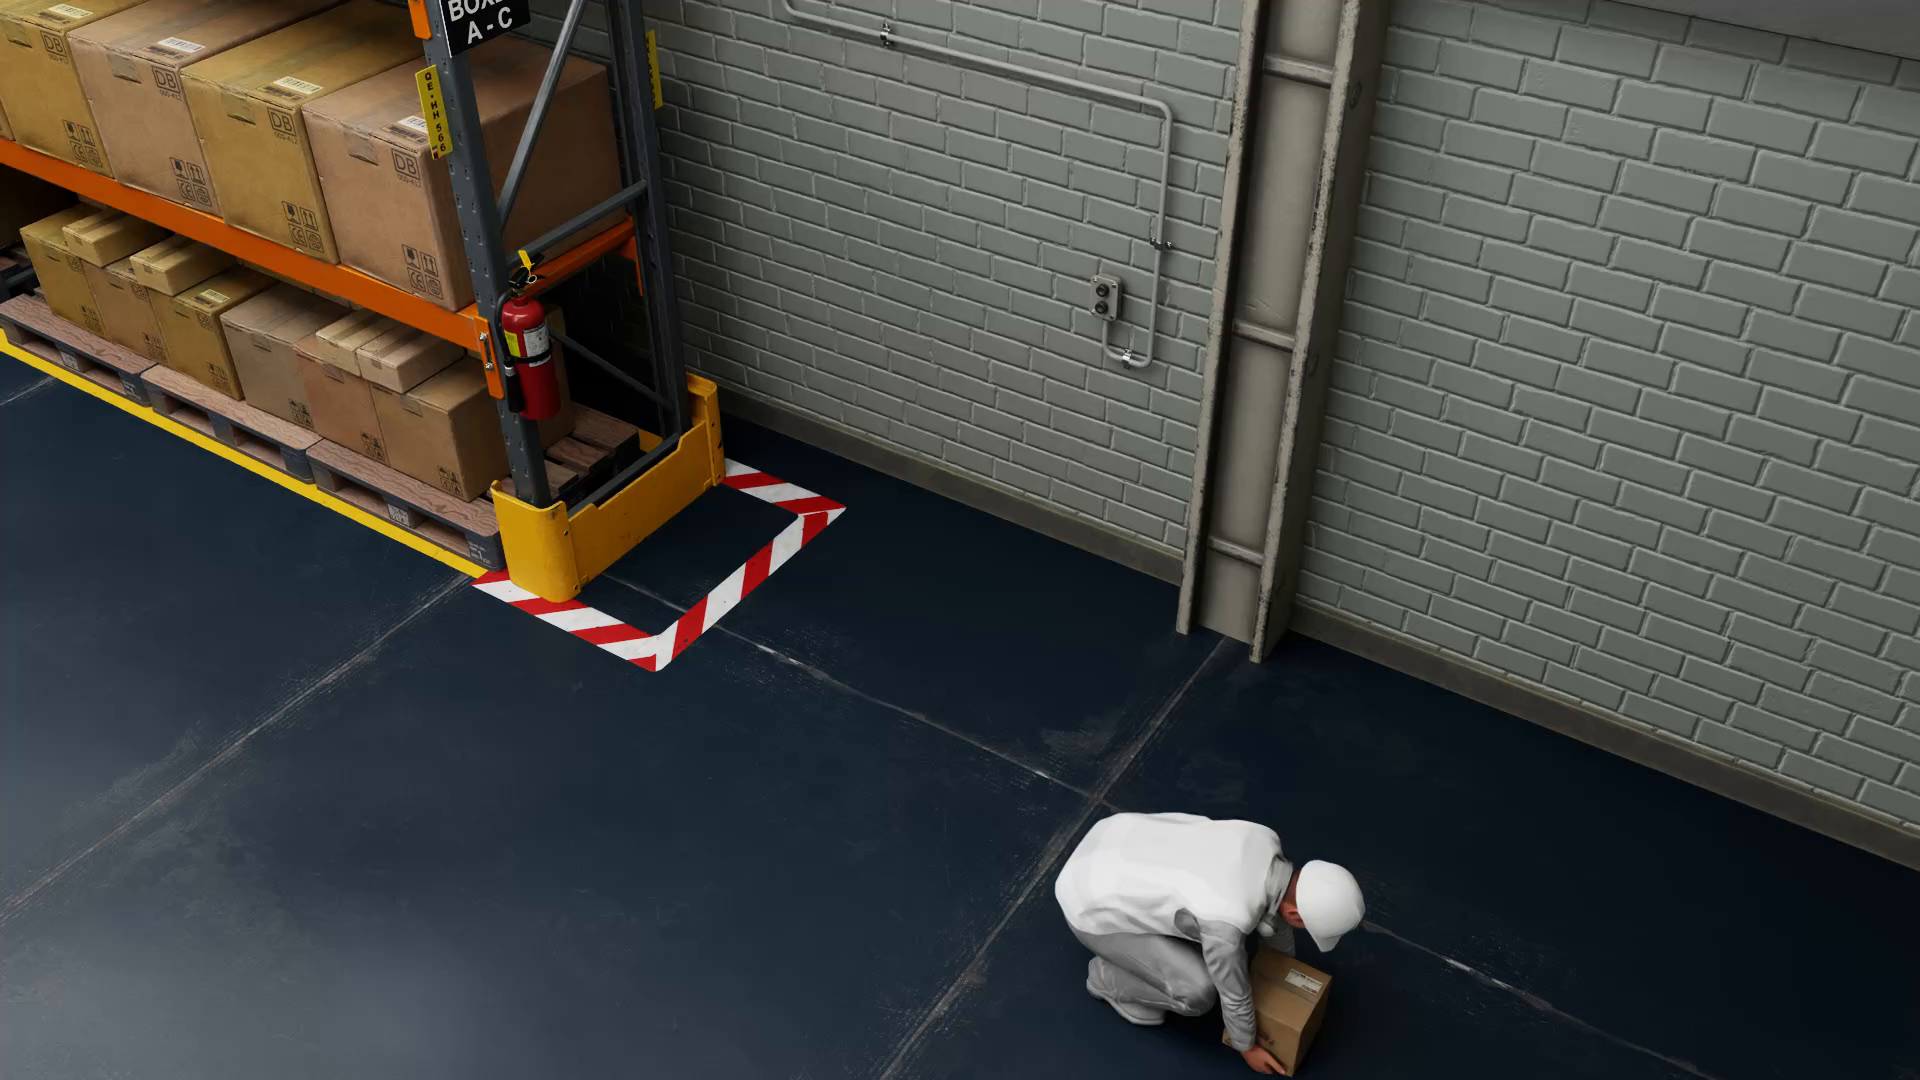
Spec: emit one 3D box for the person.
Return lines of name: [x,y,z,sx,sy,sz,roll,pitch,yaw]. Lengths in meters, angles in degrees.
person: [0.788,1.256,5.392,0.953,0.860,0.527,21,43,25]
